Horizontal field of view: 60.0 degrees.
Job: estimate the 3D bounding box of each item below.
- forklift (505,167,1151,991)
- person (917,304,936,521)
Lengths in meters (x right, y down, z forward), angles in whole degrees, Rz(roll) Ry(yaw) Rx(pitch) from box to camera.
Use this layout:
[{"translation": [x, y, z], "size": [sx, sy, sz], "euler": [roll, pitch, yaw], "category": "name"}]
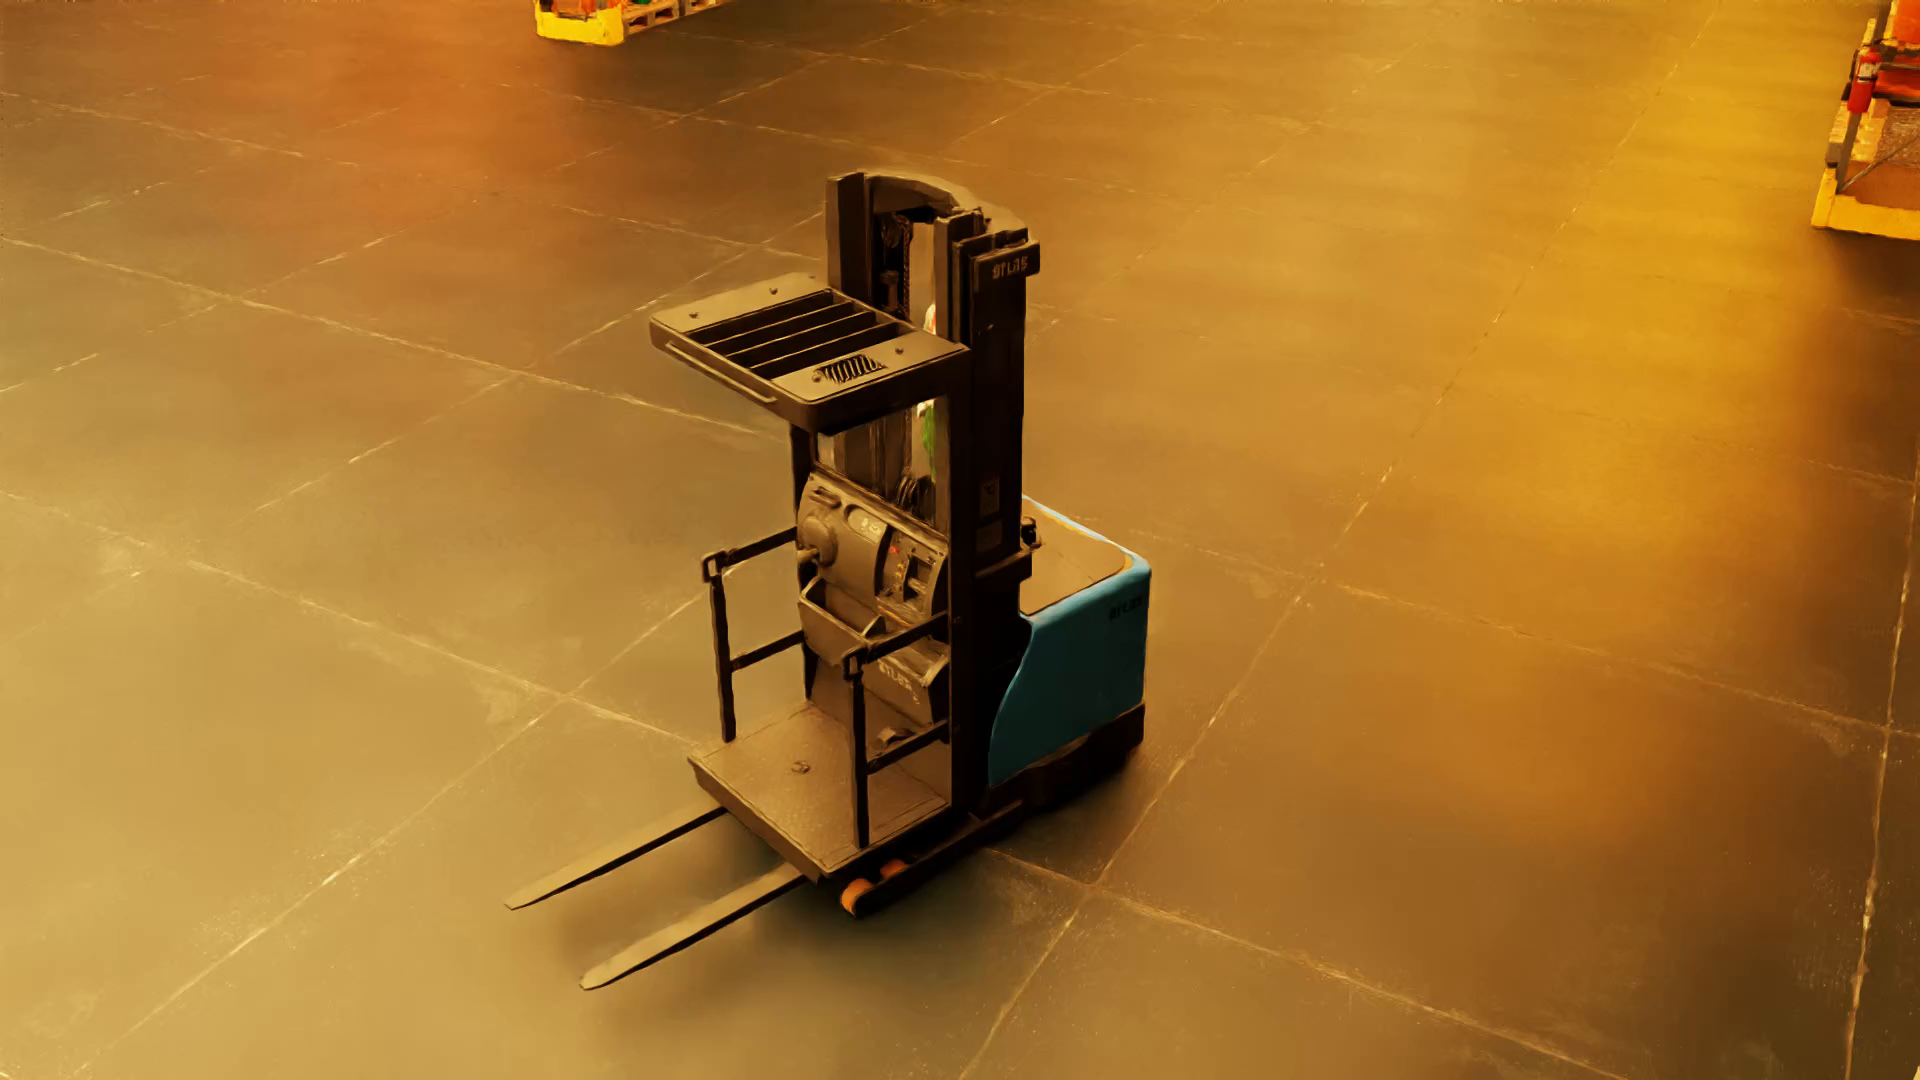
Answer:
[{"translation": [-0.542, 0.062, 6.963], "size": [3.031, 2.935, 1.130], "euler": [-24, 37, -35], "category": "forklift"}, {"translation": [-0.009, -0.766, 9.539], "size": [0.540, 1.795, 0.349], "euler": [15, 33, 25], "category": "person"}]
